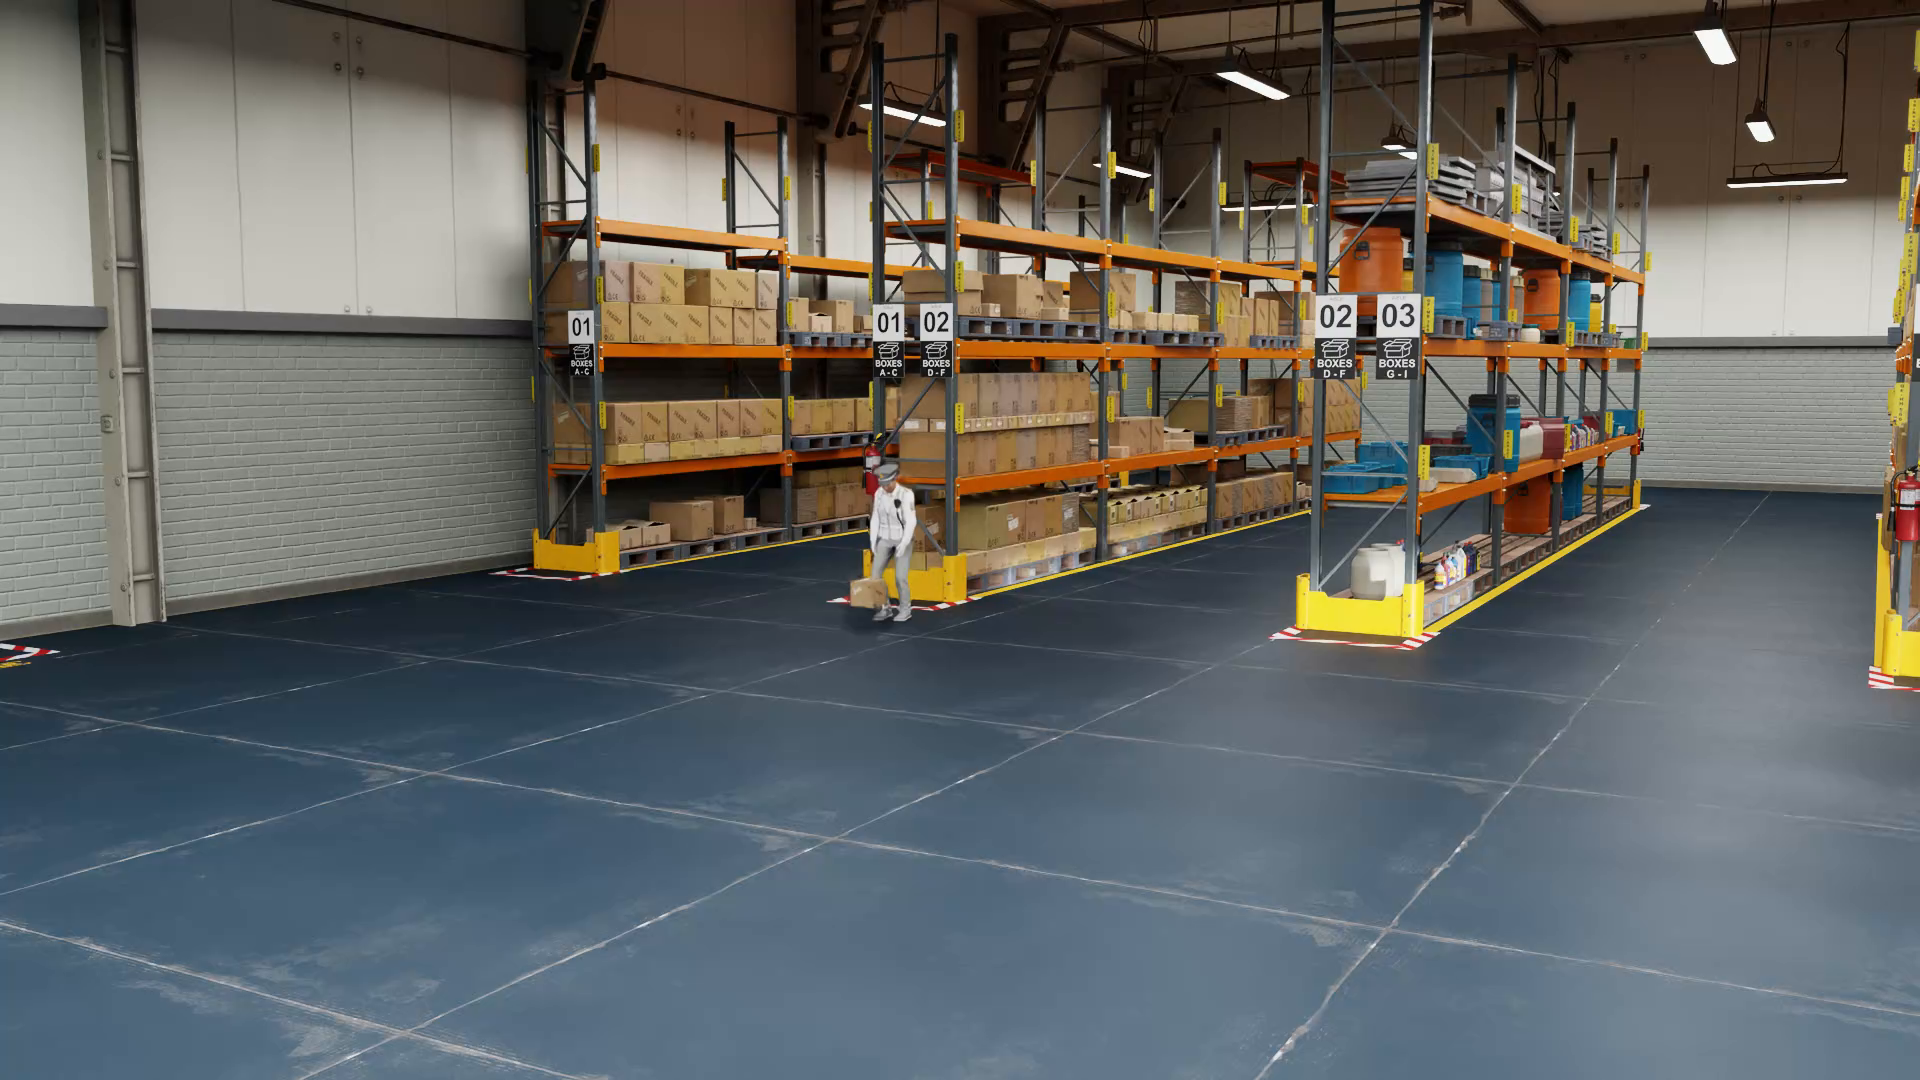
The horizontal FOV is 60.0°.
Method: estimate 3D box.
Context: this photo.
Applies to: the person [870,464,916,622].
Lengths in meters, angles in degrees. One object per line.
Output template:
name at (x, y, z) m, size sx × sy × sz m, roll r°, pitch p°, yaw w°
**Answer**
person at (-0.663, 0.027, 16.593) m, size 0.516 × 1.576 × 0.526 m, roll 3°, pitch 7°, yaw 30°
